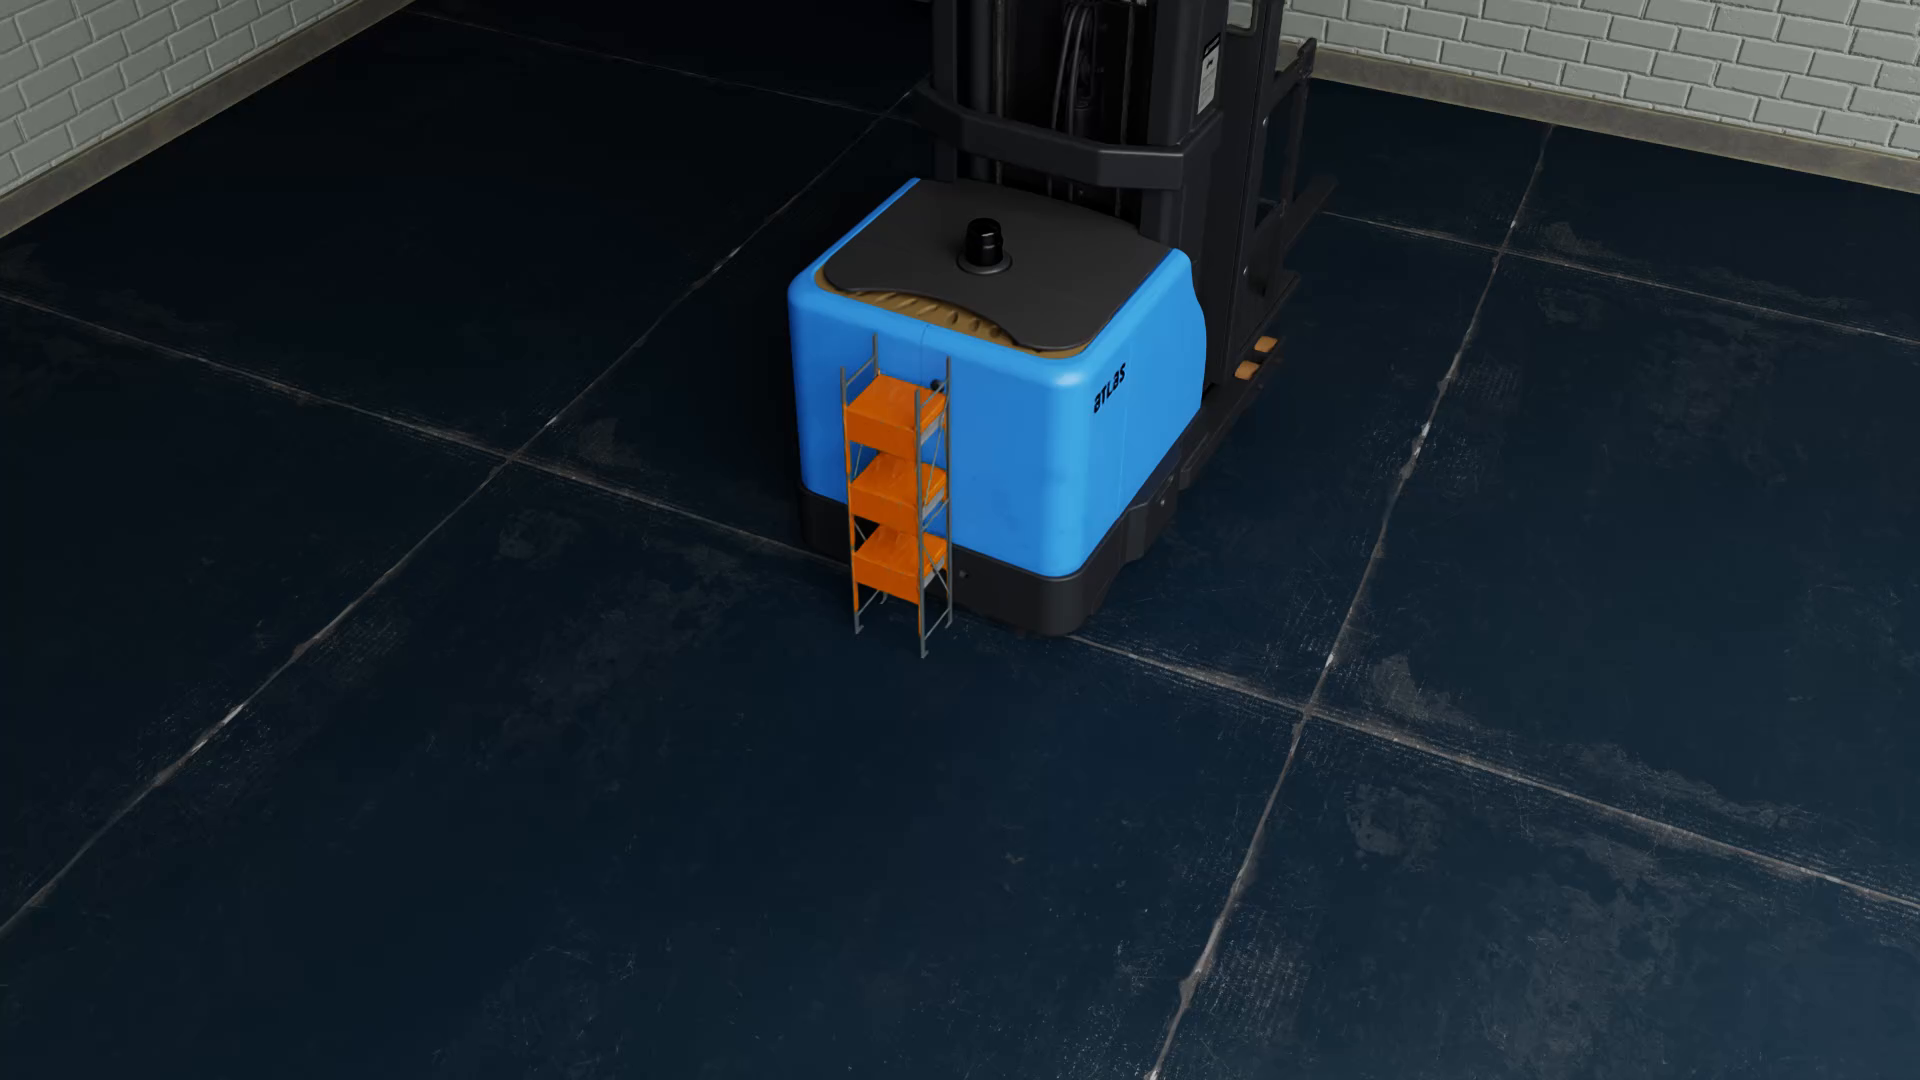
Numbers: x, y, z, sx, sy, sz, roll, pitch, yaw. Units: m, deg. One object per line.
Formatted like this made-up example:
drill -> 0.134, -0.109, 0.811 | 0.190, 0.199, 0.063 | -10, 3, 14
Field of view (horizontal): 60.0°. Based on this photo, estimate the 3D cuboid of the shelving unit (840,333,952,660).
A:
shelving unit -> -0.183, -0.110, 5.076 | 0.252, 1.050, 0.215 | 19, 44, 21

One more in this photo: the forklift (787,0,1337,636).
forklift -> 0.612, -1.757, 5.539 | 1.130, 2.935, 3.031 | 20, 45, 21

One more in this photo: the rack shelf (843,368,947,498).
rack shelf -> -0.183, -0.317, 4.897 | 0.240, 0.259, 0.215 | 19, 44, 21

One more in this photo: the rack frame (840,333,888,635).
rack frame -> -0.291, -0.148, 5.119 | 0.008, 1.050, 0.200 | 19, 44, 21

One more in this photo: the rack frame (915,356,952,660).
rack frame -> -0.076, -0.073, 5.032 | 0.008, 1.050, 0.200 | 19, 44, 21

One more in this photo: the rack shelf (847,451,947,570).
rack shelf -> -0.183, -0.102, 5.082 | 0.240, 0.259, 0.215 | 19, 44, 21

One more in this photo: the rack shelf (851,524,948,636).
rack shelf -> -0.183, 0.108, 5.264 | 0.240, 0.259, 0.215 | 19, 44, 21
